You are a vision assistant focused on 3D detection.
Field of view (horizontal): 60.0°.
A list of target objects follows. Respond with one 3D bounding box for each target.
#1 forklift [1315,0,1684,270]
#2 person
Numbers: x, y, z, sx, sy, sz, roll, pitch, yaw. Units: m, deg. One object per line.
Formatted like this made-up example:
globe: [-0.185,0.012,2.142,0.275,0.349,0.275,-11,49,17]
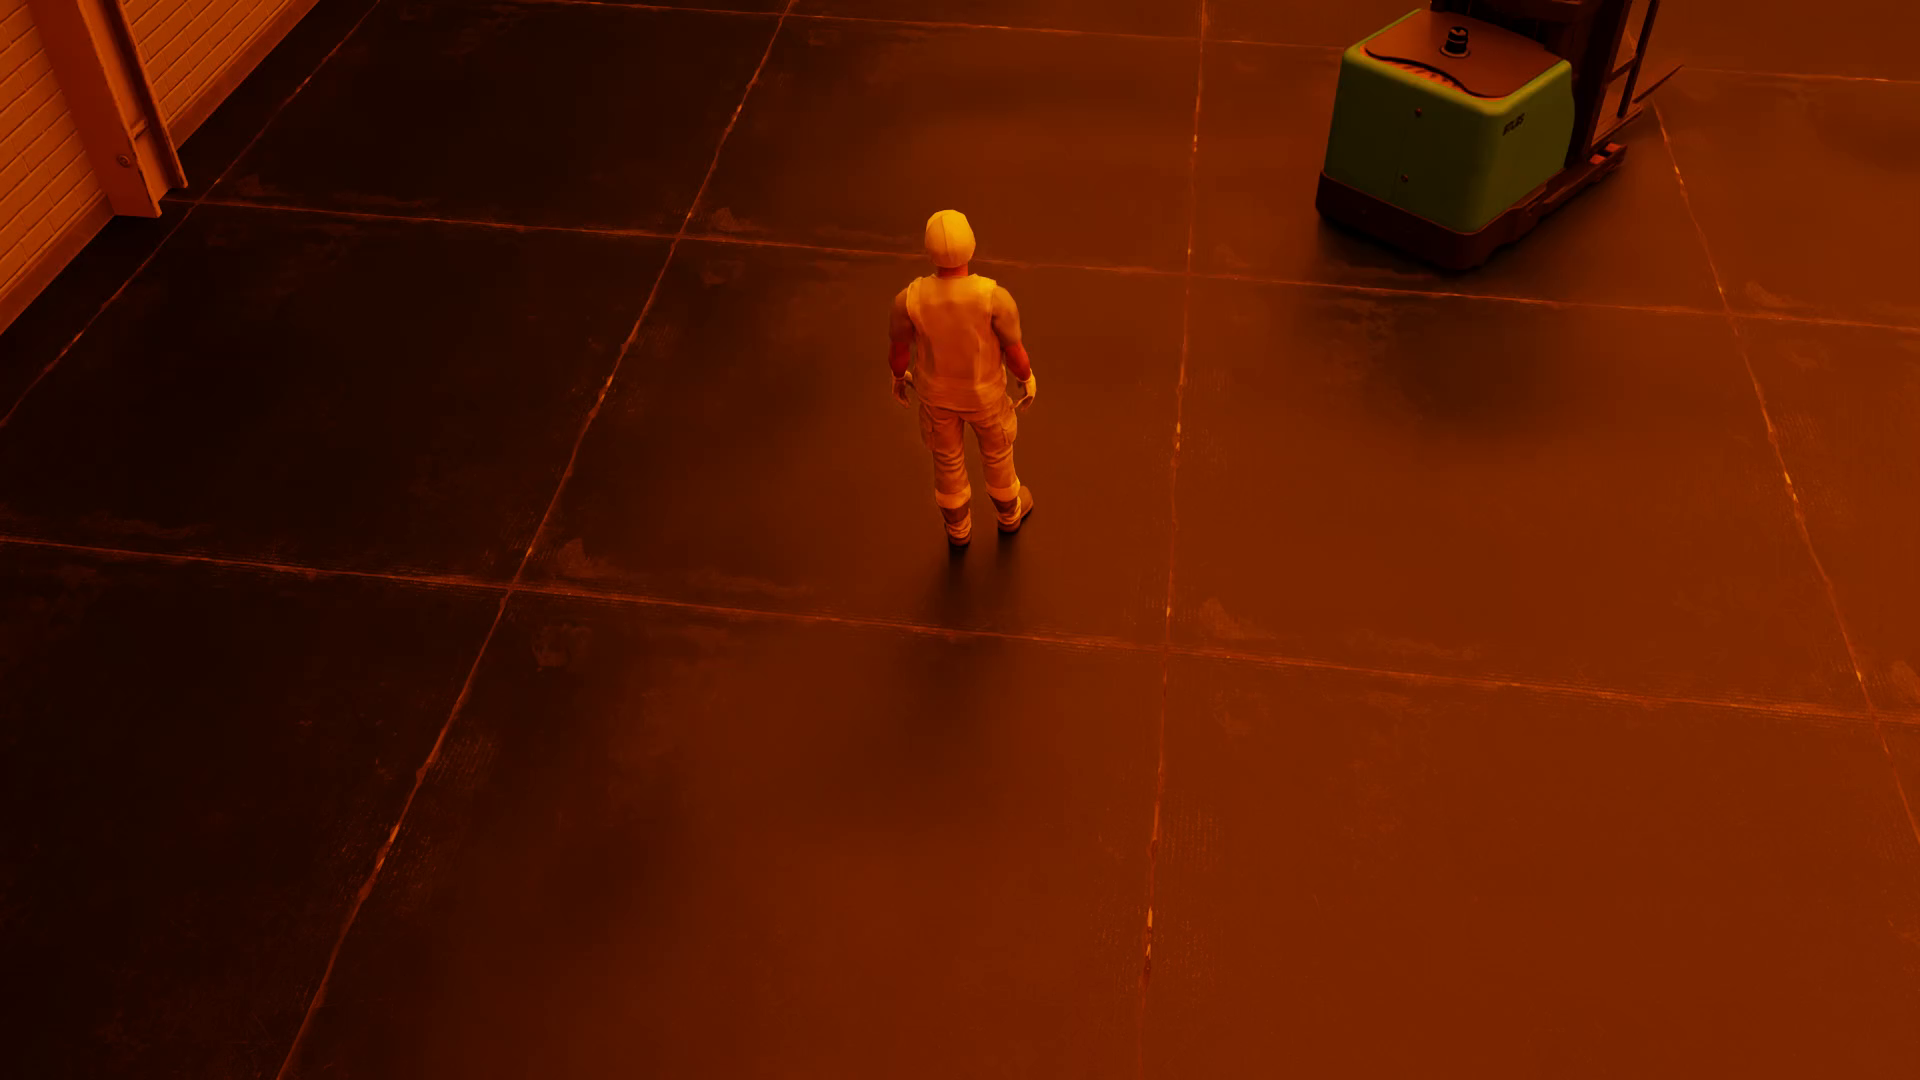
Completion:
forklift: [3.511,-3.512,9.548,1.130,2.935,3.031,33,52,31]
person: [0.023,-0.717,7.339,0.637,1.790,0.562,5,43,6]
